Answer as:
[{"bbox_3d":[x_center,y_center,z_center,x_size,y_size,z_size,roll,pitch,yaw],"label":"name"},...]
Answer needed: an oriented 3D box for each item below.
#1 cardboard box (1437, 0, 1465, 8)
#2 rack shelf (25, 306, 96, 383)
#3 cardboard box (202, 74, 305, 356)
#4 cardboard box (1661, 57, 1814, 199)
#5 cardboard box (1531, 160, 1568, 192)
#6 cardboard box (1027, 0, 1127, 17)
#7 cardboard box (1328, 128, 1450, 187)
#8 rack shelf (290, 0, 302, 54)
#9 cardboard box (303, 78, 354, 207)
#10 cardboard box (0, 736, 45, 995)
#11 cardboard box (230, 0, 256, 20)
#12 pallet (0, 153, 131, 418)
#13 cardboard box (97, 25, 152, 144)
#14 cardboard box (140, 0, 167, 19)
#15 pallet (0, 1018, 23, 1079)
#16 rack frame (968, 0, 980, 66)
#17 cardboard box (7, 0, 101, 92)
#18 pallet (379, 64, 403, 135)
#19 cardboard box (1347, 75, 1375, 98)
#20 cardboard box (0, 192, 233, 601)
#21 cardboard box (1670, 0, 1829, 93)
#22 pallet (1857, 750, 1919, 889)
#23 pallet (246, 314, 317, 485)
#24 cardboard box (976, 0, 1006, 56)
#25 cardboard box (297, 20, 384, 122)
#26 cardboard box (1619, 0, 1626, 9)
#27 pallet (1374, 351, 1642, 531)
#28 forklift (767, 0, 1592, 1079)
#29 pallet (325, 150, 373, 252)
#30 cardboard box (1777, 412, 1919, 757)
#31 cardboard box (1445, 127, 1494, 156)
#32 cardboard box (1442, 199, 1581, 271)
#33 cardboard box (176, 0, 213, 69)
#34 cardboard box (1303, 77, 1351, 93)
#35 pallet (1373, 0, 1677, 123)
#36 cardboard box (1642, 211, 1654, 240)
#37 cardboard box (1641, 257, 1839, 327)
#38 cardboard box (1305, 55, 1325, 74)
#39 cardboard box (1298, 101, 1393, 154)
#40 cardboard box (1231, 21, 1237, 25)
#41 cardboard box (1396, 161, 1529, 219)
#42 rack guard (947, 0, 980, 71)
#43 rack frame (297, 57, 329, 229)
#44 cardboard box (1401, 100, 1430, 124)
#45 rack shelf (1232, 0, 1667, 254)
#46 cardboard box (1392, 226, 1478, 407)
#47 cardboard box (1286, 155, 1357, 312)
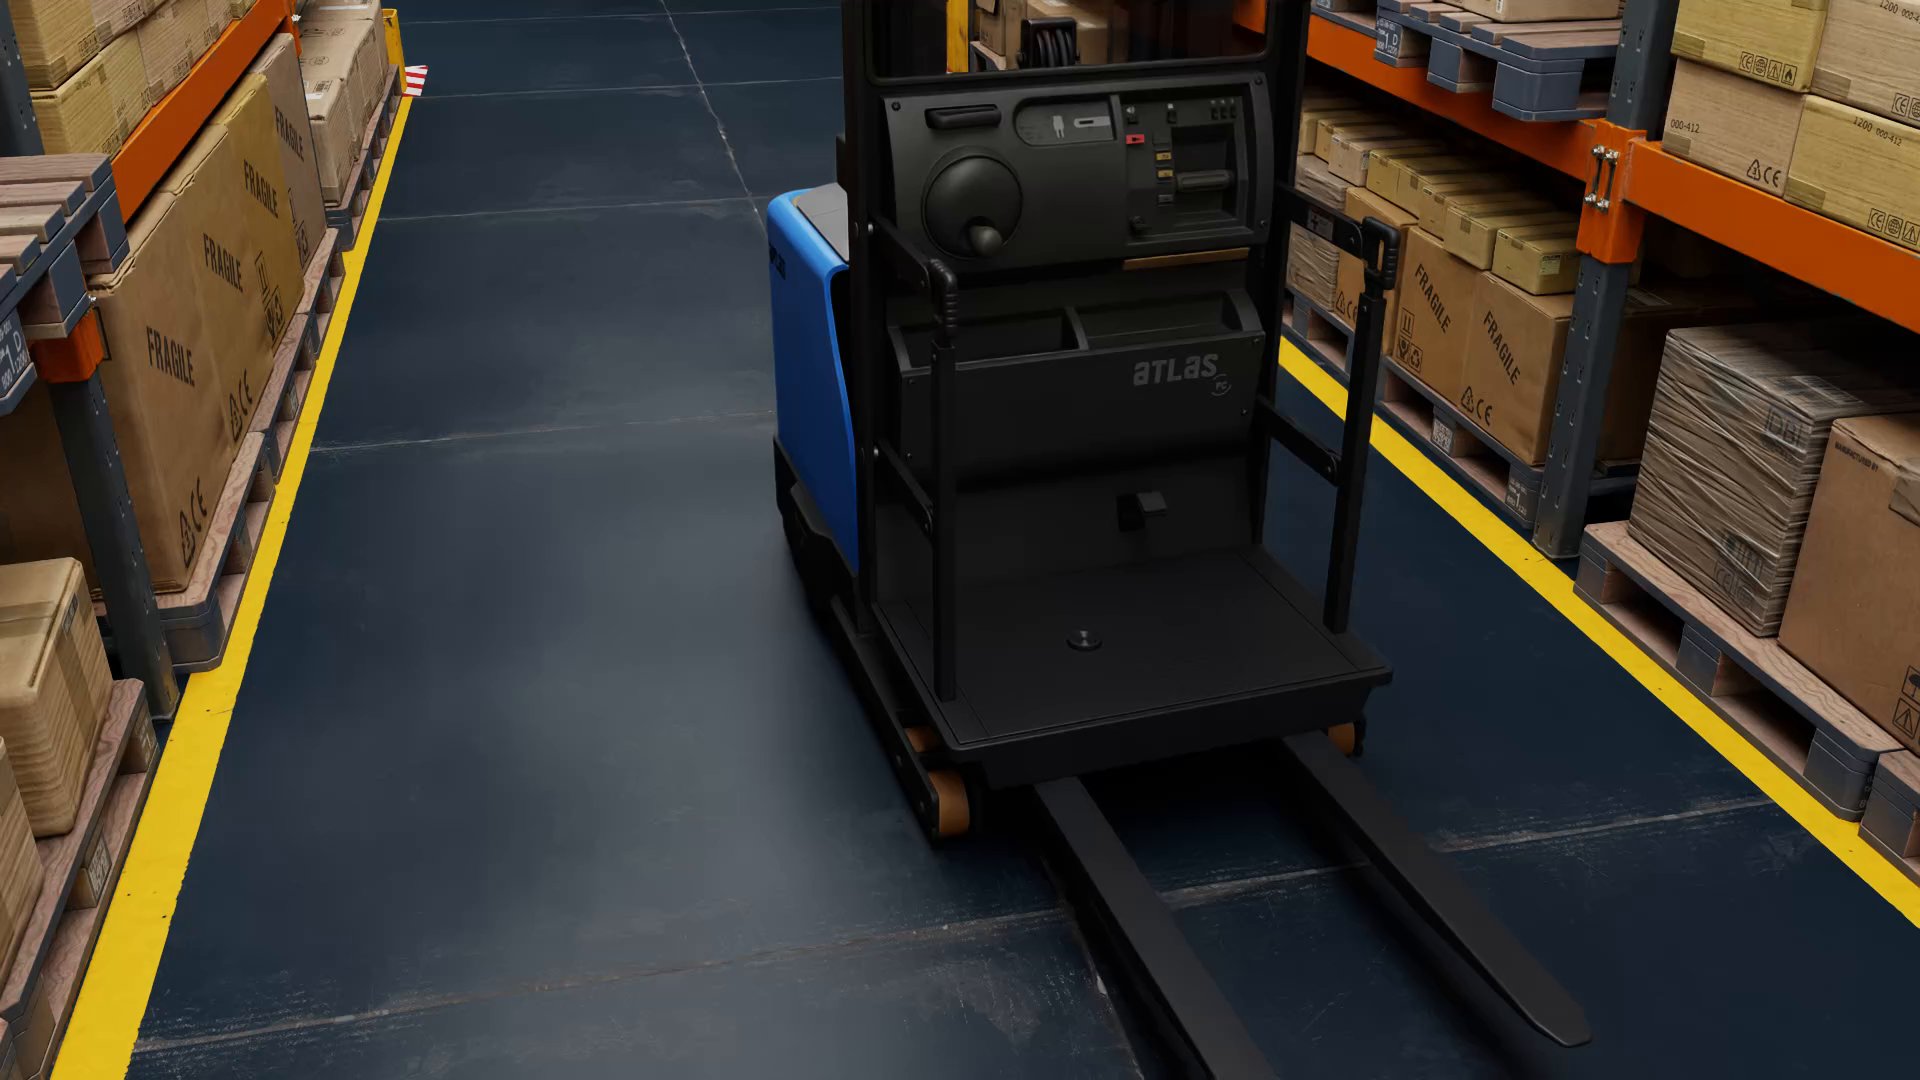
[{"bbox_3d":[1.738,-1.898,5.383,0.500,0.250,0.500,-7,28,-14],"label":"cardboard box"},{"bbox_3d":[-2.093,0.357,2.012,1.077,0.370,4.000,-6,27,-12],"label":"rack shelf"},{"bbox_3d":[-3.016,-1.177,6.145,0.875,0.875,0.875,-5,27,-10],"label":"cardboard box"},{"bbox_3d":[2.154,-1.061,4.190,0.500,0.250,0.500,-6,27,-11],"label":"cardboard box"},{"bbox_3d":[2.339,-1.319,6.122,0.380,0.149,0.250,-7,28,-14],"label":"cardboard box"},{"bbox_3d":[0.711,-3.032,10.236,0.500,0.500,0.500,-5,27,-11],"label":"cardboard box"},{"bbox_3d":[1.662,-1.485,6.451,0.380,0.149,0.250,-7,28,-14],"label":"cardboard box"},{"bbox_3d":[-3.896,-3.155,8.970,1.077,0.370,4.000,-6,27,-12],"label":"rack shelf"},{"bbox_3d":[-3.482,-1.928,8.119,0.875,0.438,0.875,-6,27,-12],"label":"cardboard box"},{"bbox_3d":[-2.252,0.716,2.953,0.950,0.372,0.625,-6,27,-13],"label":"cardboard box"},{"bbox_3d":[-2.985,-2.136,6.319,0.500,0.250,0.500,-6,27,-12],"label":"cardboard box"},{"bbox_3d":[-2.279,-0.454,3.034,1.213,0.211,1.003,-6,27,-12],"label":"pallet"},{"bbox_3d":[-2.542,-1.239,4.542,0.500,0.250,0.500,-7,28,-13],"label":"cardboard box"},{"bbox_3d":[-2.633,-1.693,4.886,0.500,0.250,0.500,-6,27,-12],"label":"cardboard box"},{"bbox_3d":[-2.097,1.281,2.479,1.003,0.211,1.213,-6,27,-12],"label":"pallet"},{"bbox_3d":[0.489,-4.860,11.549,1.000,3.000,0.127,-6,27,-12],"label":"rack frame"},{"bbox_3d":[-2.417,-1.246,4.001,0.500,0.250,0.500,-6,27,-12],"label":"cardboard box"},{"bbox_3d":[-4.090,-2.766,10.496,1.003,0.211,1.213,-6,27,-12],"label":"pallet"},{"bbox_3d":[1.965,-2.002,7.476,0.380,0.149,0.250,-7,28,-14],"label":"cardboard box"},{"bbox_3d":[-2.618,-0.393,4.591,0.875,0.875,0.875,-6,27,-12],"label":"cardboard box"},{"bbox_3d":[2.129,-1.282,4.072,0.500,0.250,0.500,-6,27,-12],"label":"cardboard box"},{"bbox_3d":[2.711,0.797,3.437,1.003,0.211,1.213,-6,27,-12],"label":"pallet"},{"bbox_3d":[-2.919,-0.485,5.977,1.003,0.211,1.213,-6,27,-12],"label":"pallet"},{"bbox_3d":[0.534,-3.655,11.466,0.797,0.503,0.637,-7,28,-14],"label":"cardboard box"},{"bbox_3d":[-3.886,-2.717,9.682,0.875,0.438,0.875,-5,27,-10],"label":"cardboard box"},{"bbox_3d":[2.328,-1.822,4.953,0.500,0.500,0.500,-5,27,-9],"label":"cardboard box"},{"bbox_3d":[2.160,-0.434,5.876,1.003,0.211,1.213,-6,27,-12],"label":"pallet"},{"bbox_3d":[0.353,-0.817,3.615,1.130,2.935,3.031,-8,28,-16],"label":"forklift"},{"bbox_3d":[-3.540,-1.695,8.374,1.003,0.211,1.213,-6,27,-12],"label":"pallet"},{"bbox_3d":[2.574,0.086,3.920,0.875,0.625,0.625,-5,27,-10],"label":"cardboard box"},{"bbox_3d":[2.134,-1.532,6.544,0.380,0.149,0.250,-6,27,-11],"label":"cardboard box"},{"bbox_3d":[1.842,-1.017,5.523,0.380,0.149,0.250,-7,28,-14],"label":"cardboard box"},{"bbox_3d":[-2.769,-1.686,5.428,0.500,0.250,0.500,-6,27,-12],"label":"cardboard box"},{"bbox_3d":[1.493,-1.936,7.345,0.380,0.149,0.250,-6,27,-12],"label":"cardboard box"},{"bbox_3d":[2.070,-1.552,5.210,1.213,0.211,1.003,-6,27,-12],"label":"pallet"},{"bbox_3d":[2.444,-1.089,5.666,0.380,0.149,0.250,-5,27,-10],"label":"cardboard box"},{"bbox_3d":[2.470,-0.633,5.483,0.500,0.500,0.500,-5,27,-10],"label":"cardboard box"},{"bbox_3d":[1.819,-2.218,7.903,0.380,0.149,0.250,-6,27,-12],"label":"cardboard box"},{"bbox_3d":[1.567,-1.713,6.904,0.380,0.149,0.250,-5,27,-10],"label":"cardboard box"},{"bbox_3d":[1.271,-2.419,7.972,0.380,0.149,0.250,-6,27,-12],"label":"cardboard box"},{"bbox_3d":[1.810,-1.257,6.000,0.380,0.149,0.250,-5,27,-10],"label":"cardboard box"},{"bbox_3d":[0.506,-3.710,12.046,1.175,0.500,0.348,-6,27,-12],"label":"rack guard"},{"bbox_3d":[-3.445,-2.598,7.068,1.000,3.000,0.127,-6,27,-12],"label":"rack frame"},{"bbox_3d":[2.087,-1.769,7.013,0.380,0.149,0.250,-6,27,-11],"label":"cardboard box"},{"bbox_3d":[1.841,-1.905,6.493,1.077,0.370,4.000,-6,27,-12],"label":"rack shelf"},{"bbox_3d":[1.884,-0.804,5.822,0.500,0.500,0.500,-6,27,-12],"label":"cardboard box"},{"bbox_3d":[1.629,-1.259,6.724,0.500,0.500,0.500,-7,28,-13],"label":"cardboard box"}]
